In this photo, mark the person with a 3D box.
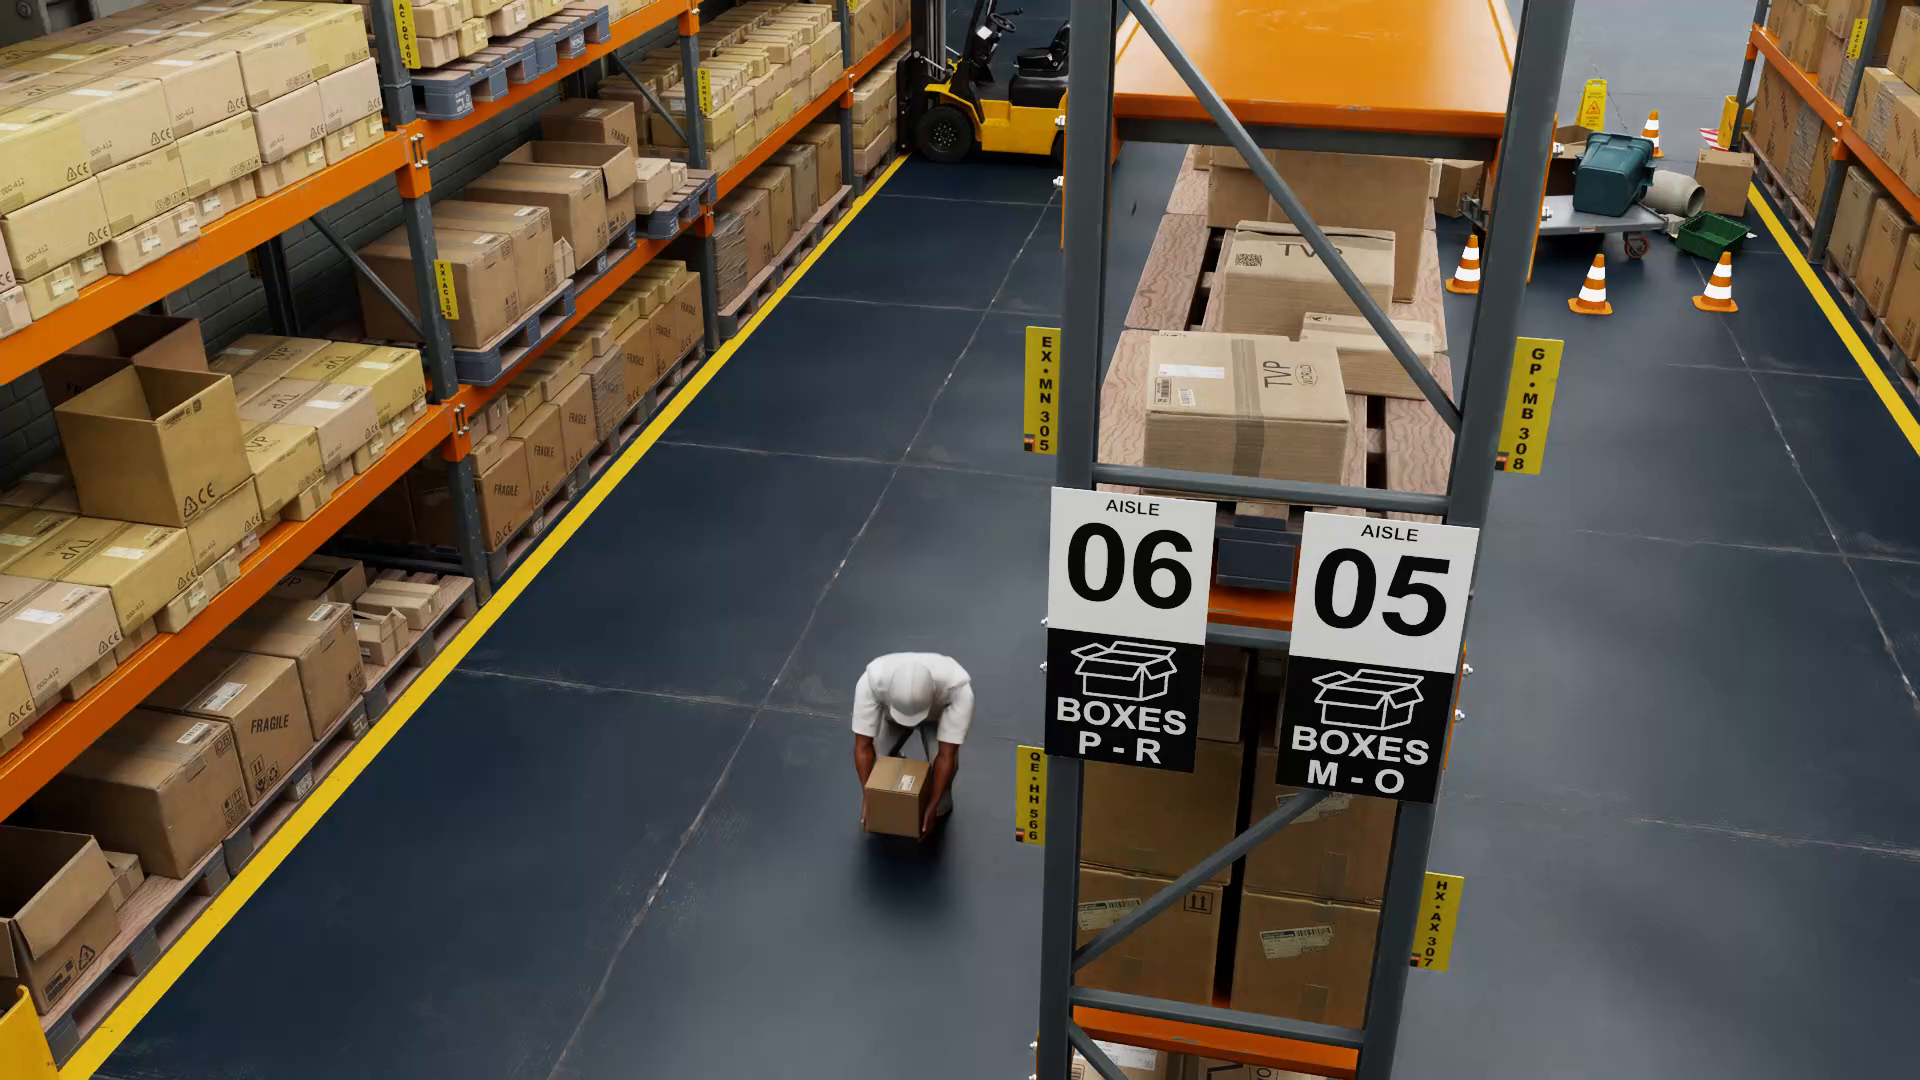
[{"bbox_3d":[-0.201,0.869,7.804,0.555,1.010,0.893,5,29,8],"label":"person"}]
